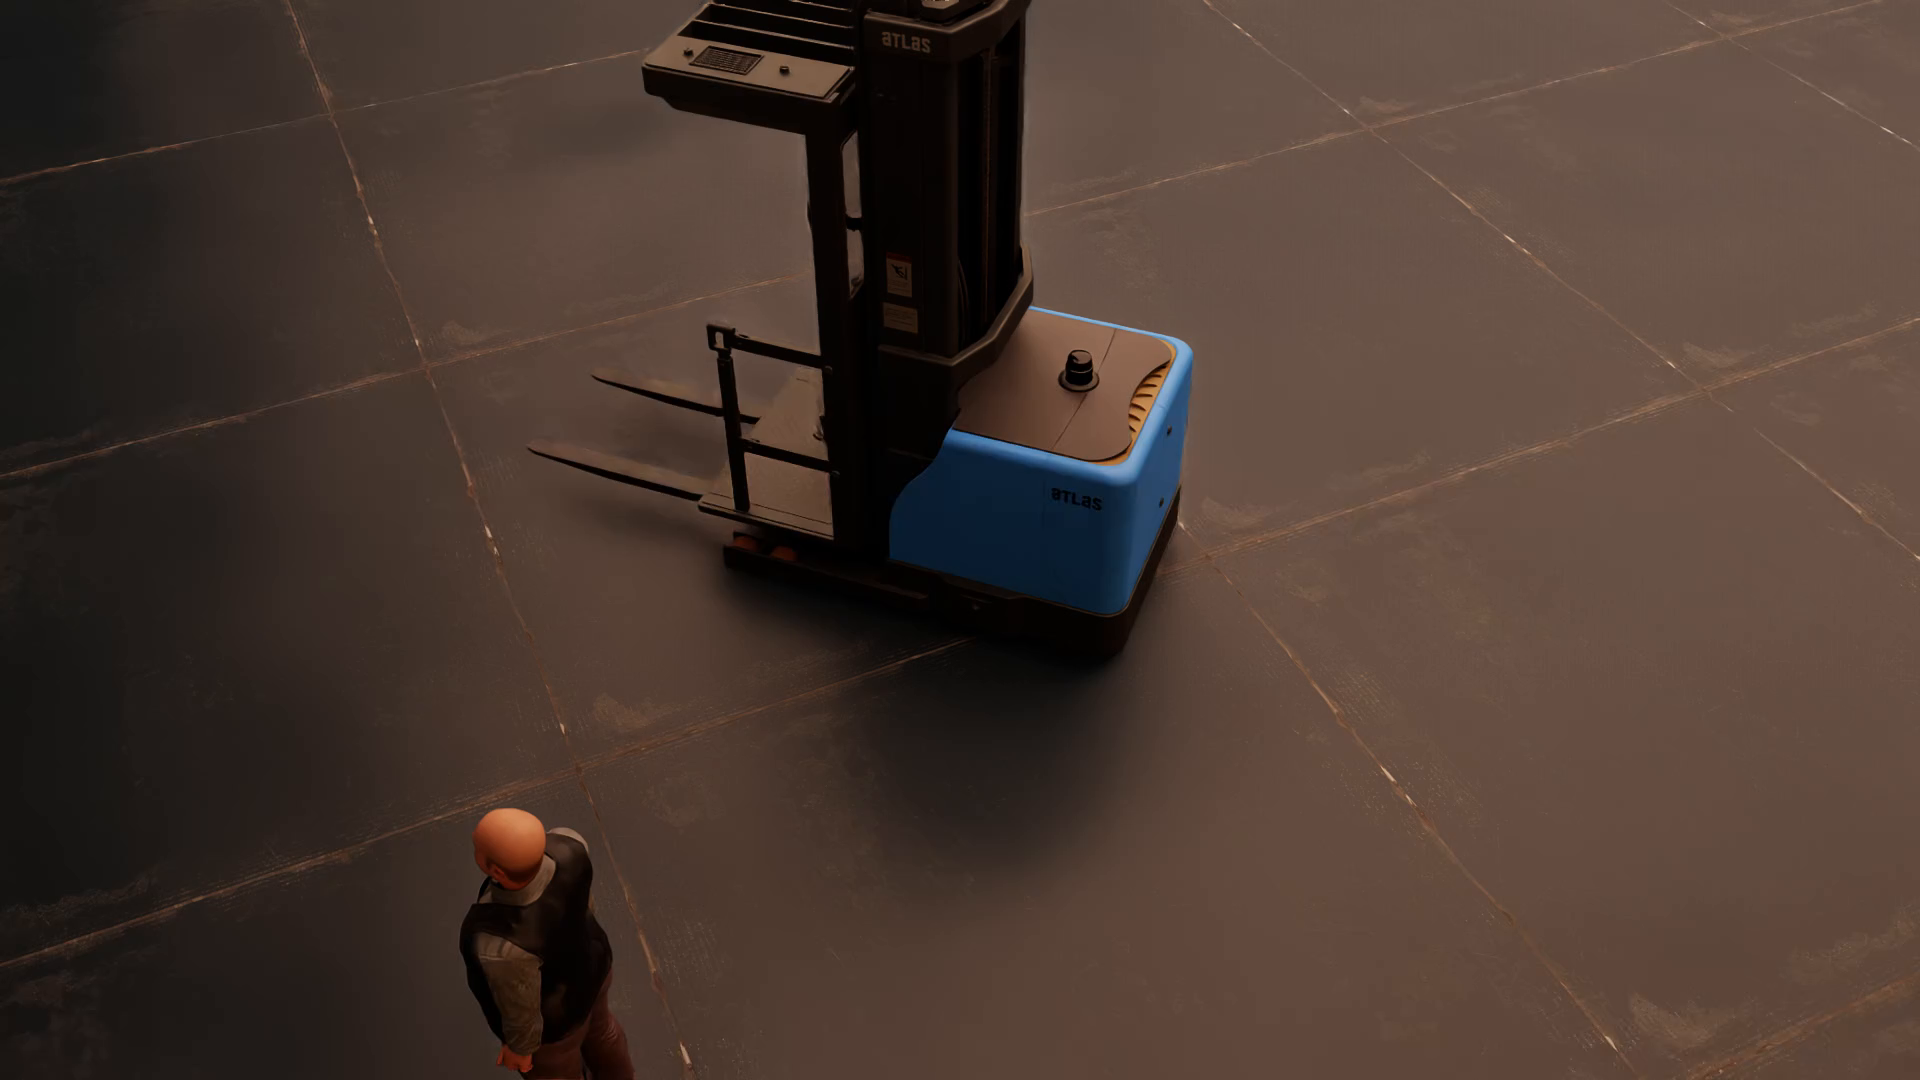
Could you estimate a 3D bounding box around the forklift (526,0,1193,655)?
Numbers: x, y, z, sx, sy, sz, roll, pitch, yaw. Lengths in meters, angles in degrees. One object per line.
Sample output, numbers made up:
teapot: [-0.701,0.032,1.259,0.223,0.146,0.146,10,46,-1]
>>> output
forklift: [-0.550,-1.200,6.966,3.031,2.935,1.130,15,45,15]

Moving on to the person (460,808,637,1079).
person: [-1.266,1.383,5.086,0.371,1.725,0.525,9,44,10]
